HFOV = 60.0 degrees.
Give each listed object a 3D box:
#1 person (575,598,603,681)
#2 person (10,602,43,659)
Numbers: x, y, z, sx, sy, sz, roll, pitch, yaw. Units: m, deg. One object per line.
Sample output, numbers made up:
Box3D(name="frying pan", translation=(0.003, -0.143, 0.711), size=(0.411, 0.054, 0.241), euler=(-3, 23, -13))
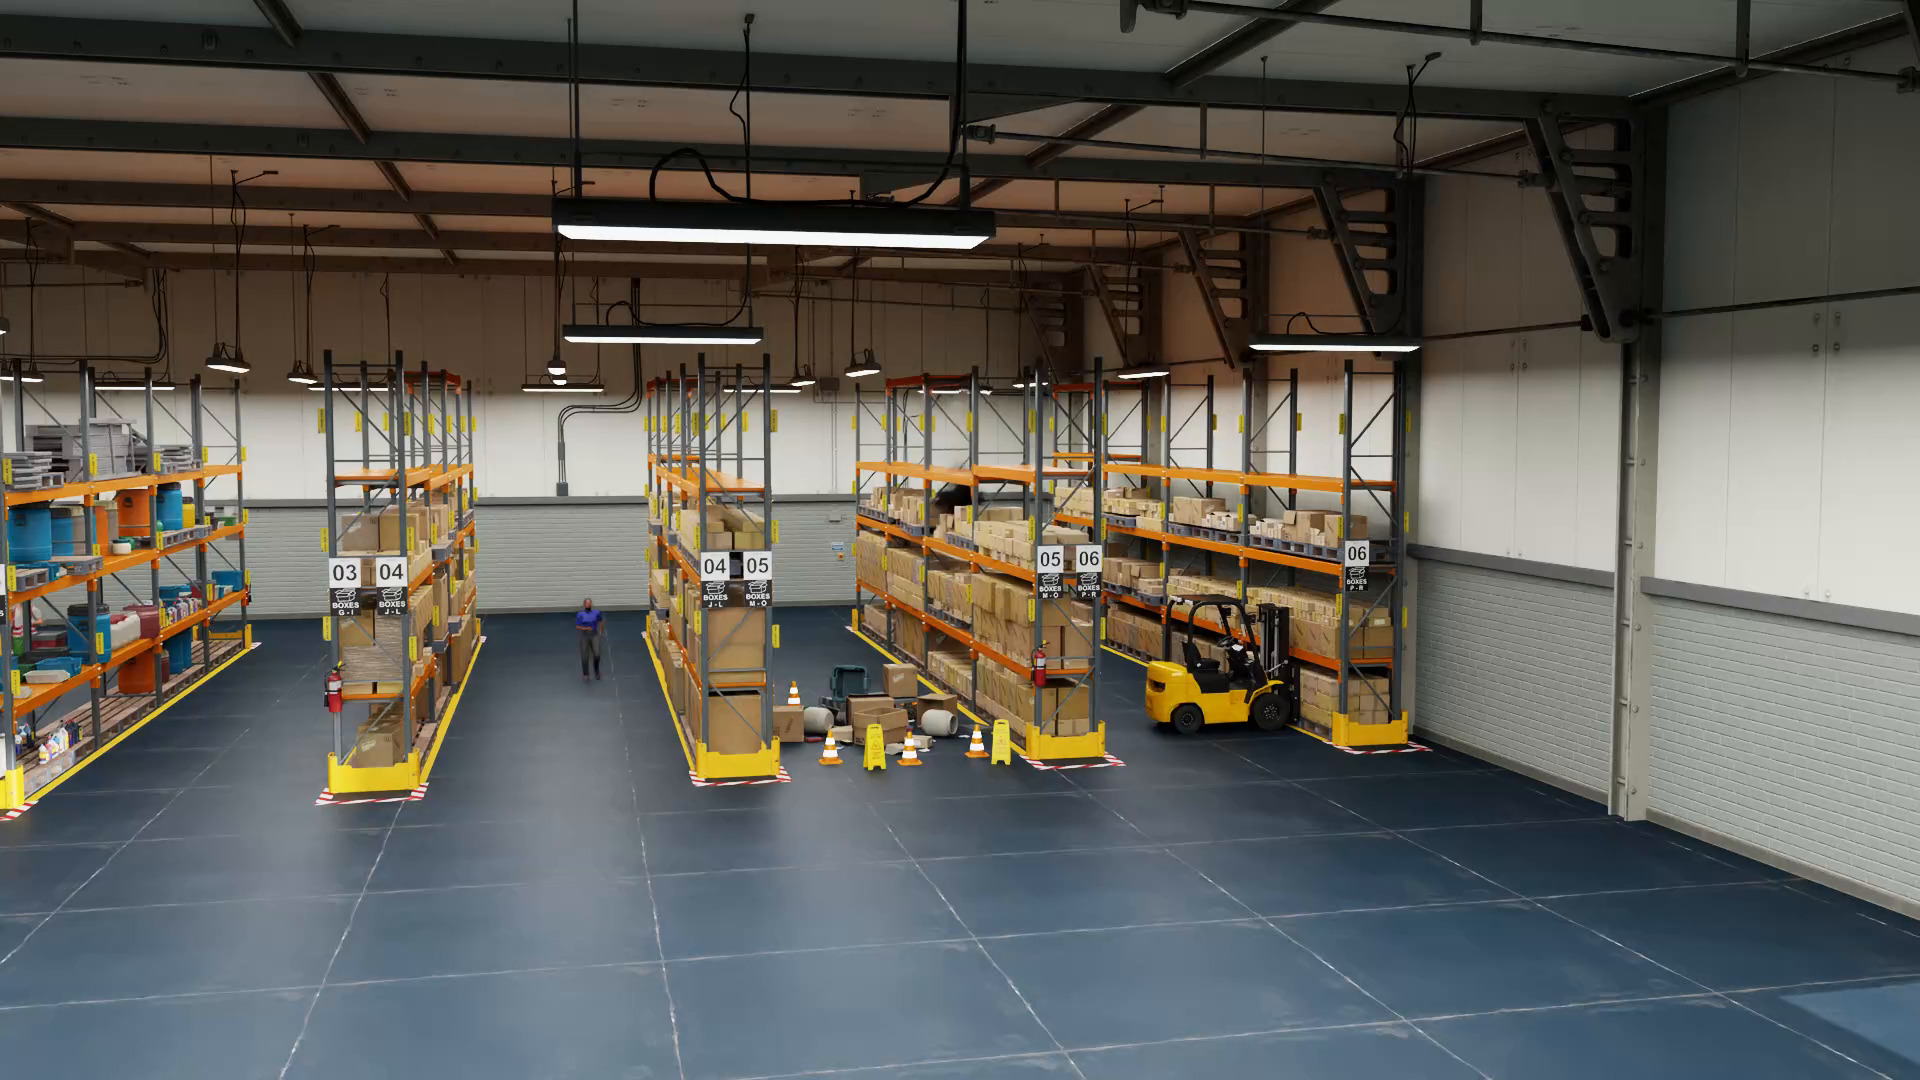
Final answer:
Box3D(name="person", translation=(-7.166, 1.934, 32.261), size=(0.569, 1.627, 0.655), euler=(-1, 4, -20))
Box3D(name="person", translation=(-17.975, 1.861, 31.946), size=(0.660, 1.765, 1.006), euler=(-2, 4, -22))
